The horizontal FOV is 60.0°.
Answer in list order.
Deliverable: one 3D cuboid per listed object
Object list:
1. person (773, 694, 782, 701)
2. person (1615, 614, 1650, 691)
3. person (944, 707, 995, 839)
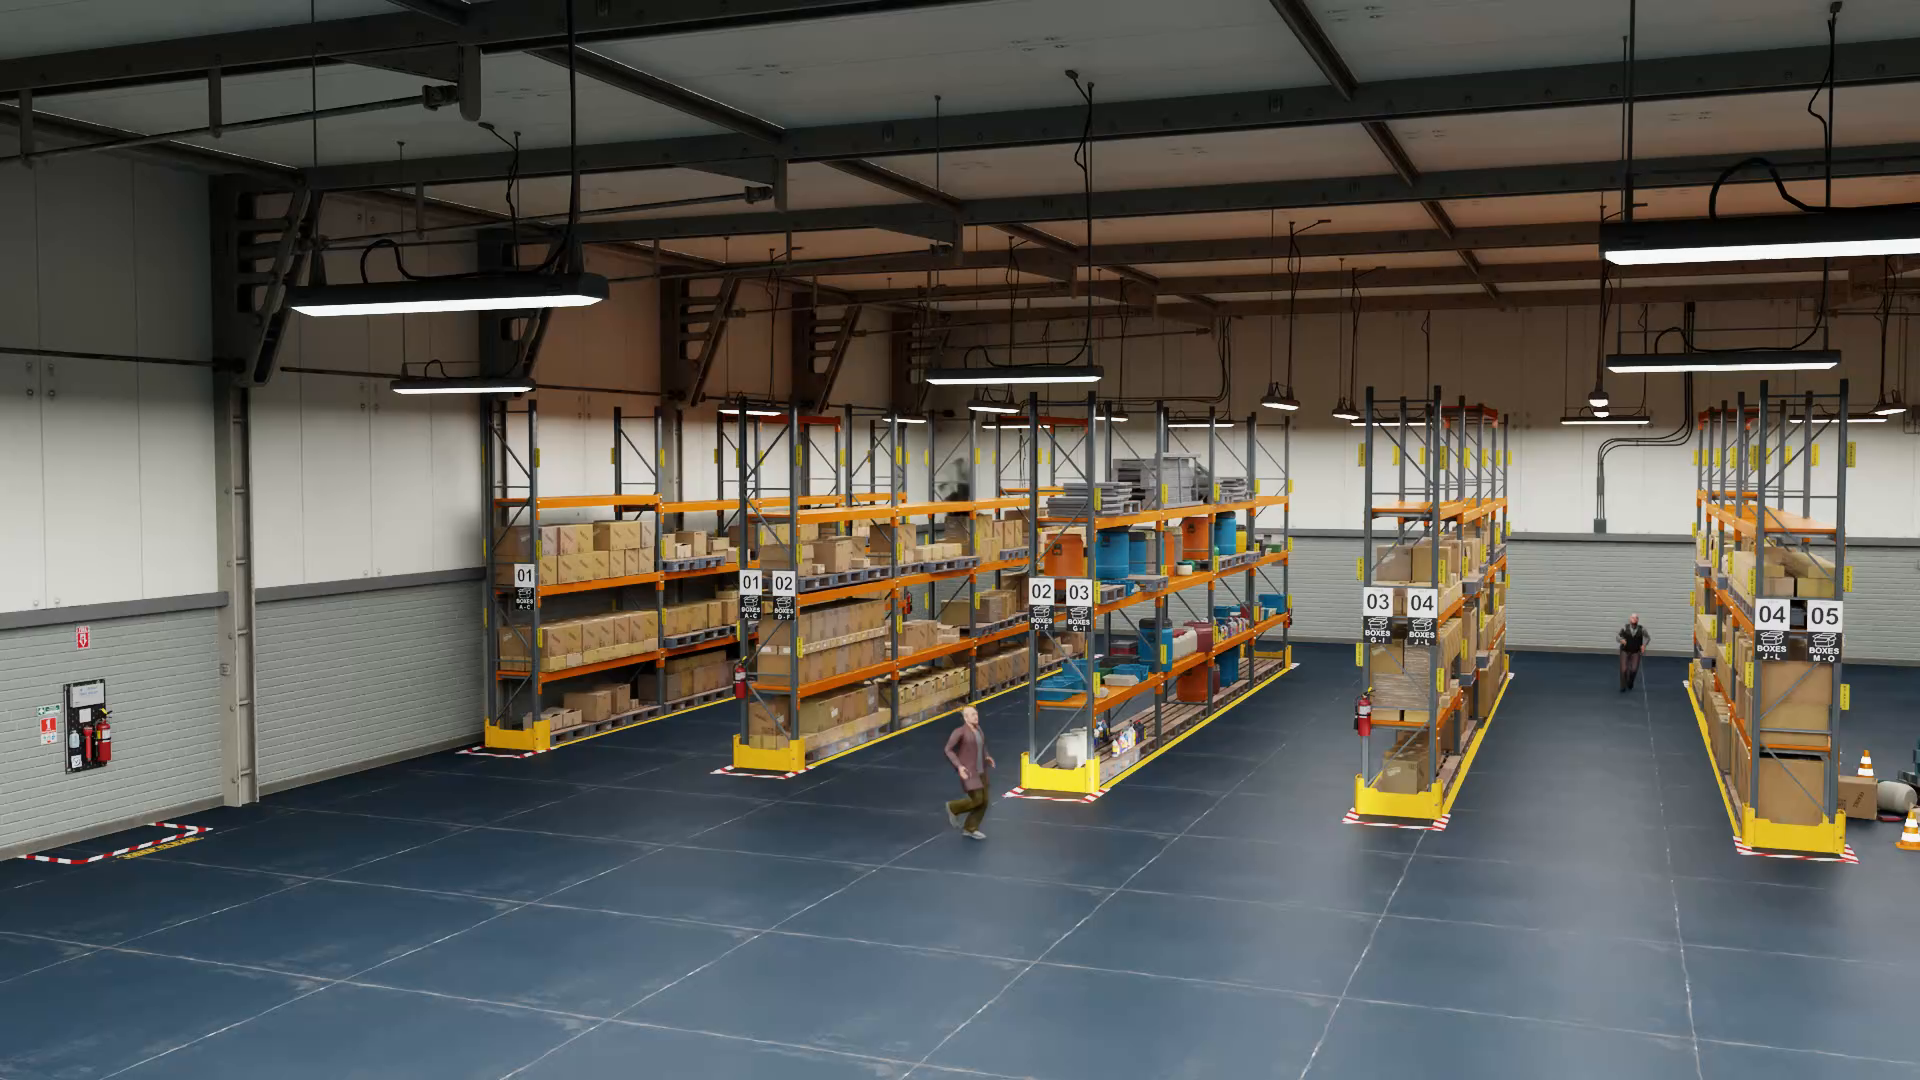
[{"bbox_3d":[-3.222,2.672,30.295,0.597,1.656,0.803,1,3,14],"label":"person"},{"bbox_3d":[14.351,2.411,35.501,0.689,1.673,0.615,1,3,24],"label":"person"},{"bbox_3d":[0.136,3.060,21.918,0.635,1.734,0.717,2,4,41],"label":"person"}]
